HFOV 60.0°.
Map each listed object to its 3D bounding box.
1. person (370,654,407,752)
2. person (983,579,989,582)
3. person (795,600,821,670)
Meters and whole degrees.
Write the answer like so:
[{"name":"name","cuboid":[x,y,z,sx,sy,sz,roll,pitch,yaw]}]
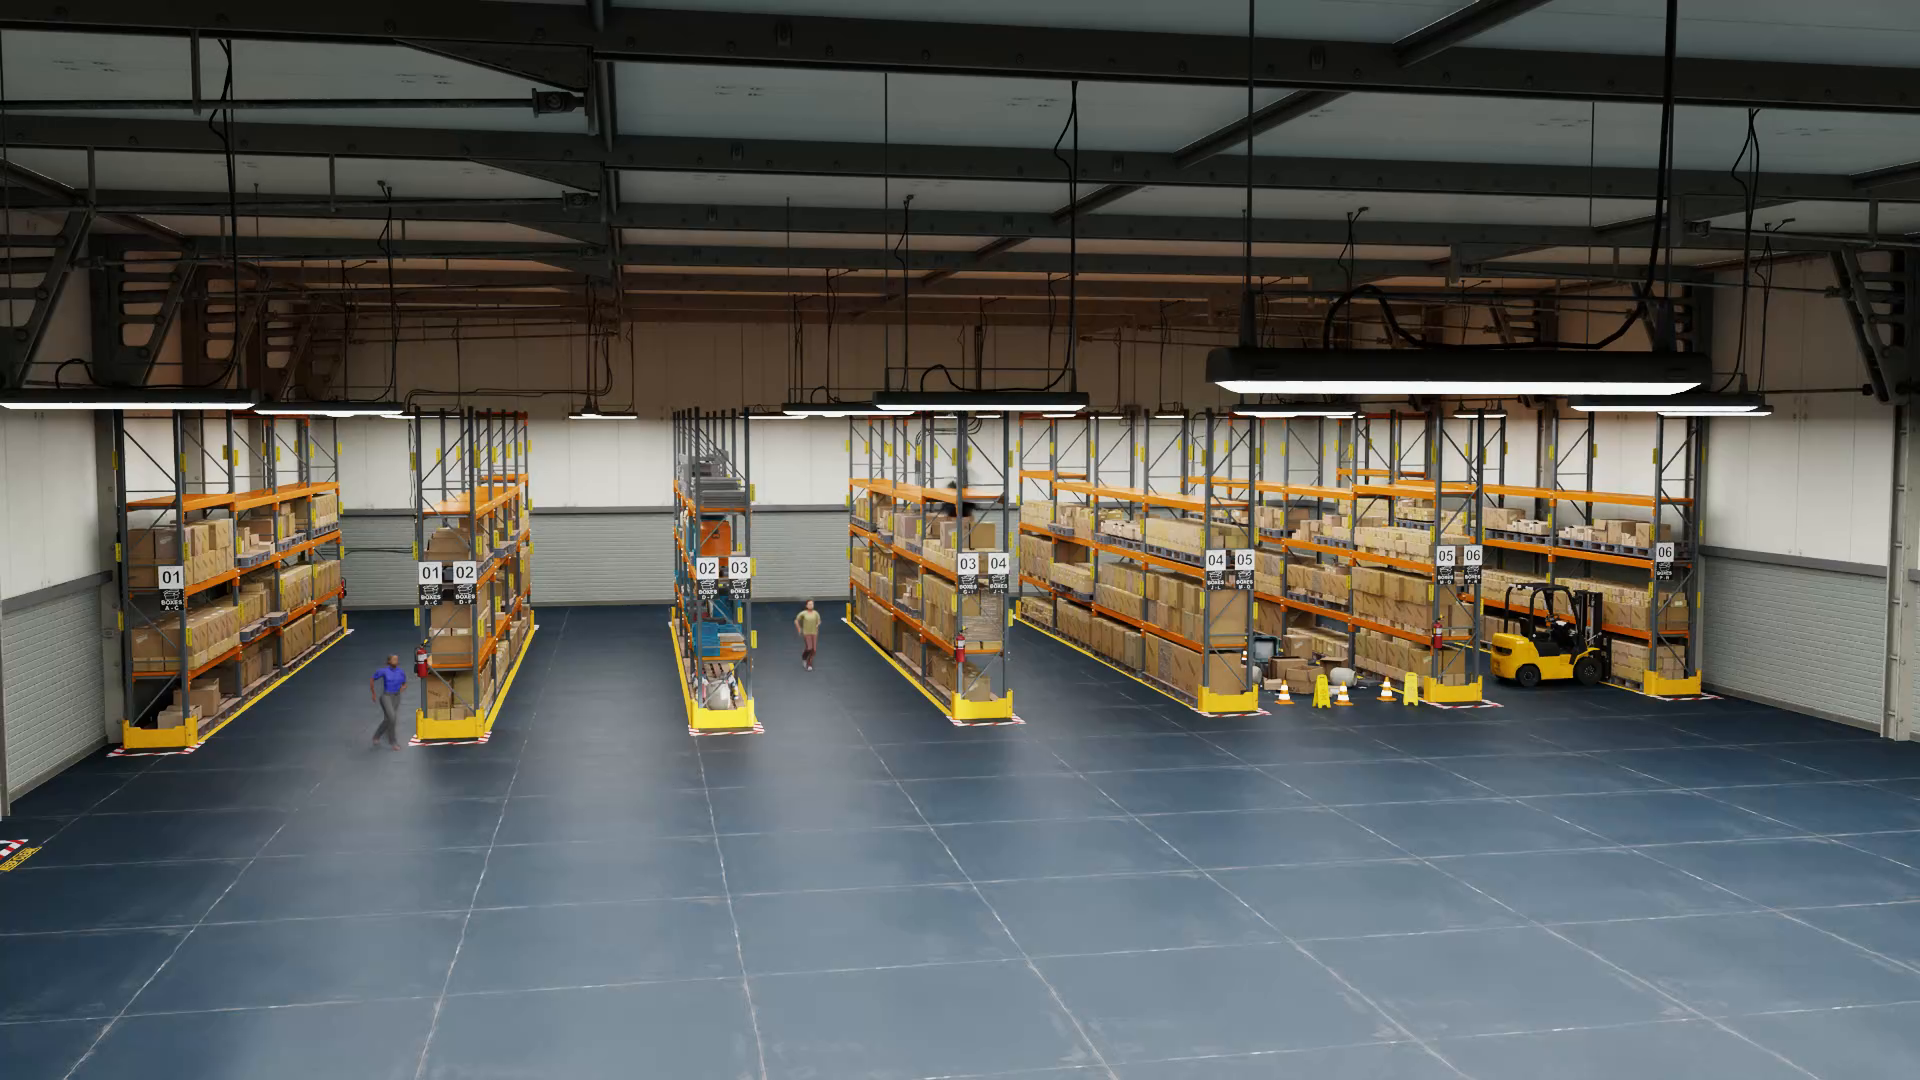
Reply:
[{"name":"person","cuboid":[-9.948,2.826,29.141,0.833,1.654,0.586,3,5,37]},{"name":"person","cuboid":[0.721,1.512,46.930,0.696,1.827,0.800,-1,4,-8]},{"name":"person","cuboid":[-3.444,2.183,38.225,0.566,1.629,0.549,-2,5,-26]}]
